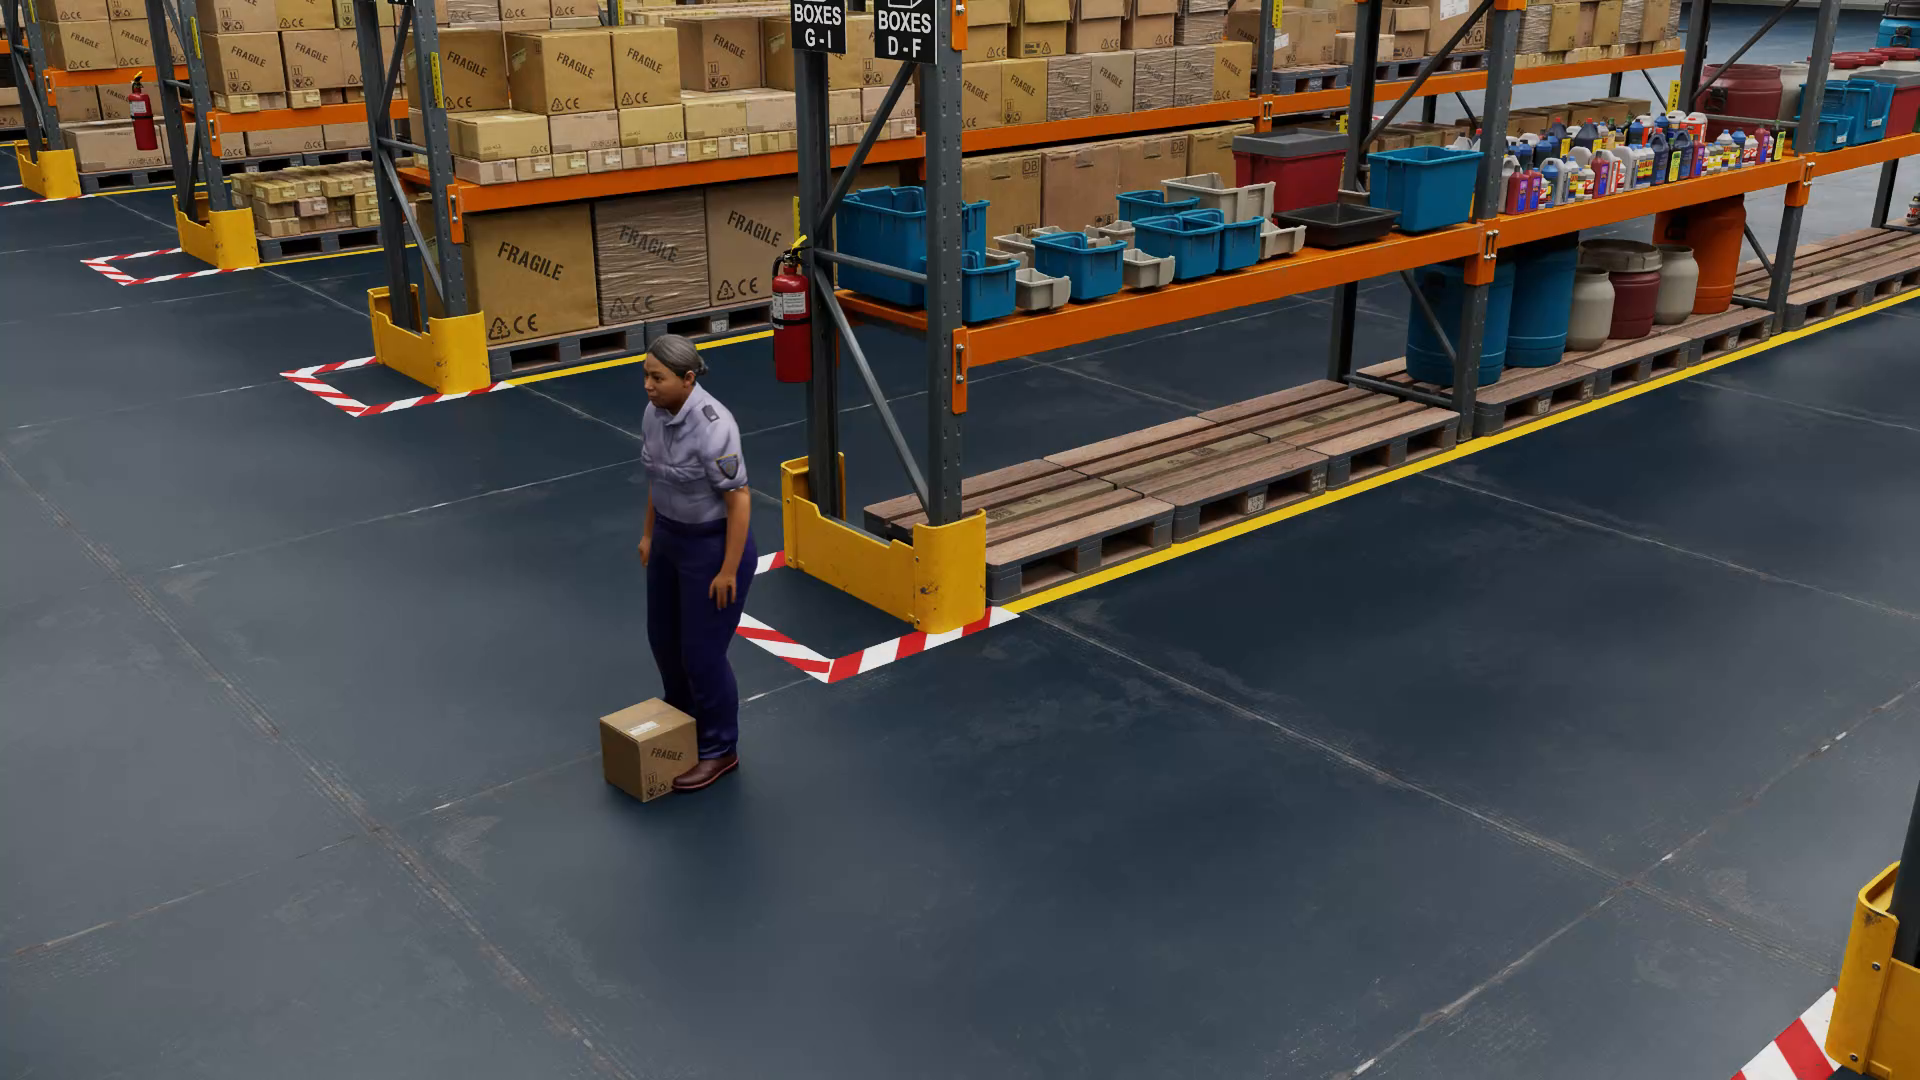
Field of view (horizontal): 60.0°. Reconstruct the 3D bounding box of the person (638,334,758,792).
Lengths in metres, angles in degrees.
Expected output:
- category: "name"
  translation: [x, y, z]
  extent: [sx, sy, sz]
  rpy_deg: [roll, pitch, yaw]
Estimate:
- category: "person"
  translation: [-0.971, 0.060, 5.937]
  extent: [0.418, 1.653, 0.563]
  rpy_deg: [-19, 28, -40]
